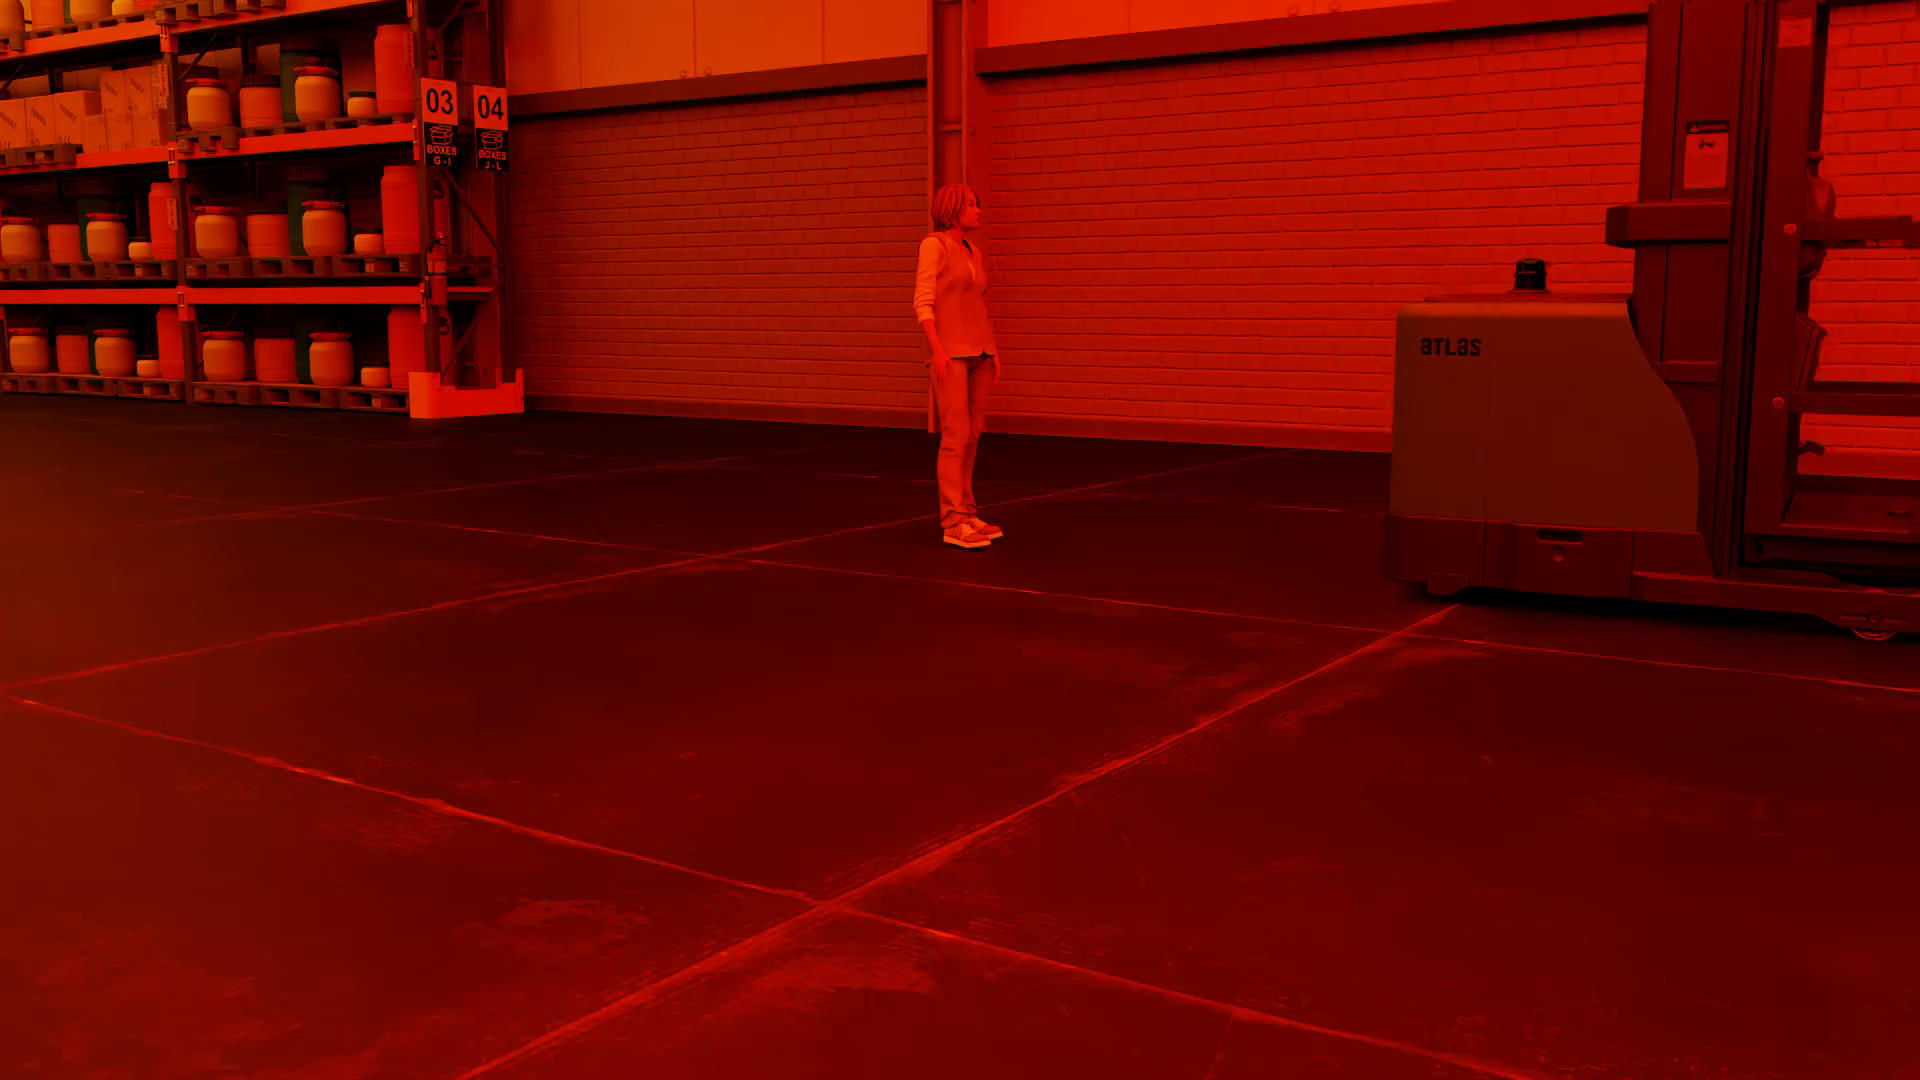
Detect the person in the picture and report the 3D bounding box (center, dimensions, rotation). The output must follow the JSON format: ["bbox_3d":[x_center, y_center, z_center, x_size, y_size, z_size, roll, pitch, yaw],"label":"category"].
[{"bbox_3d":[0.053,-0.791,7.438,0.475,1.597,0.520,5,10,34],"label":"person"}]

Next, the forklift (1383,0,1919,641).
[{"bbox_3d":[3.105,-1.199,5.627,3.031,2.935,1.130,4,9,28],"label":"forklift"}]
